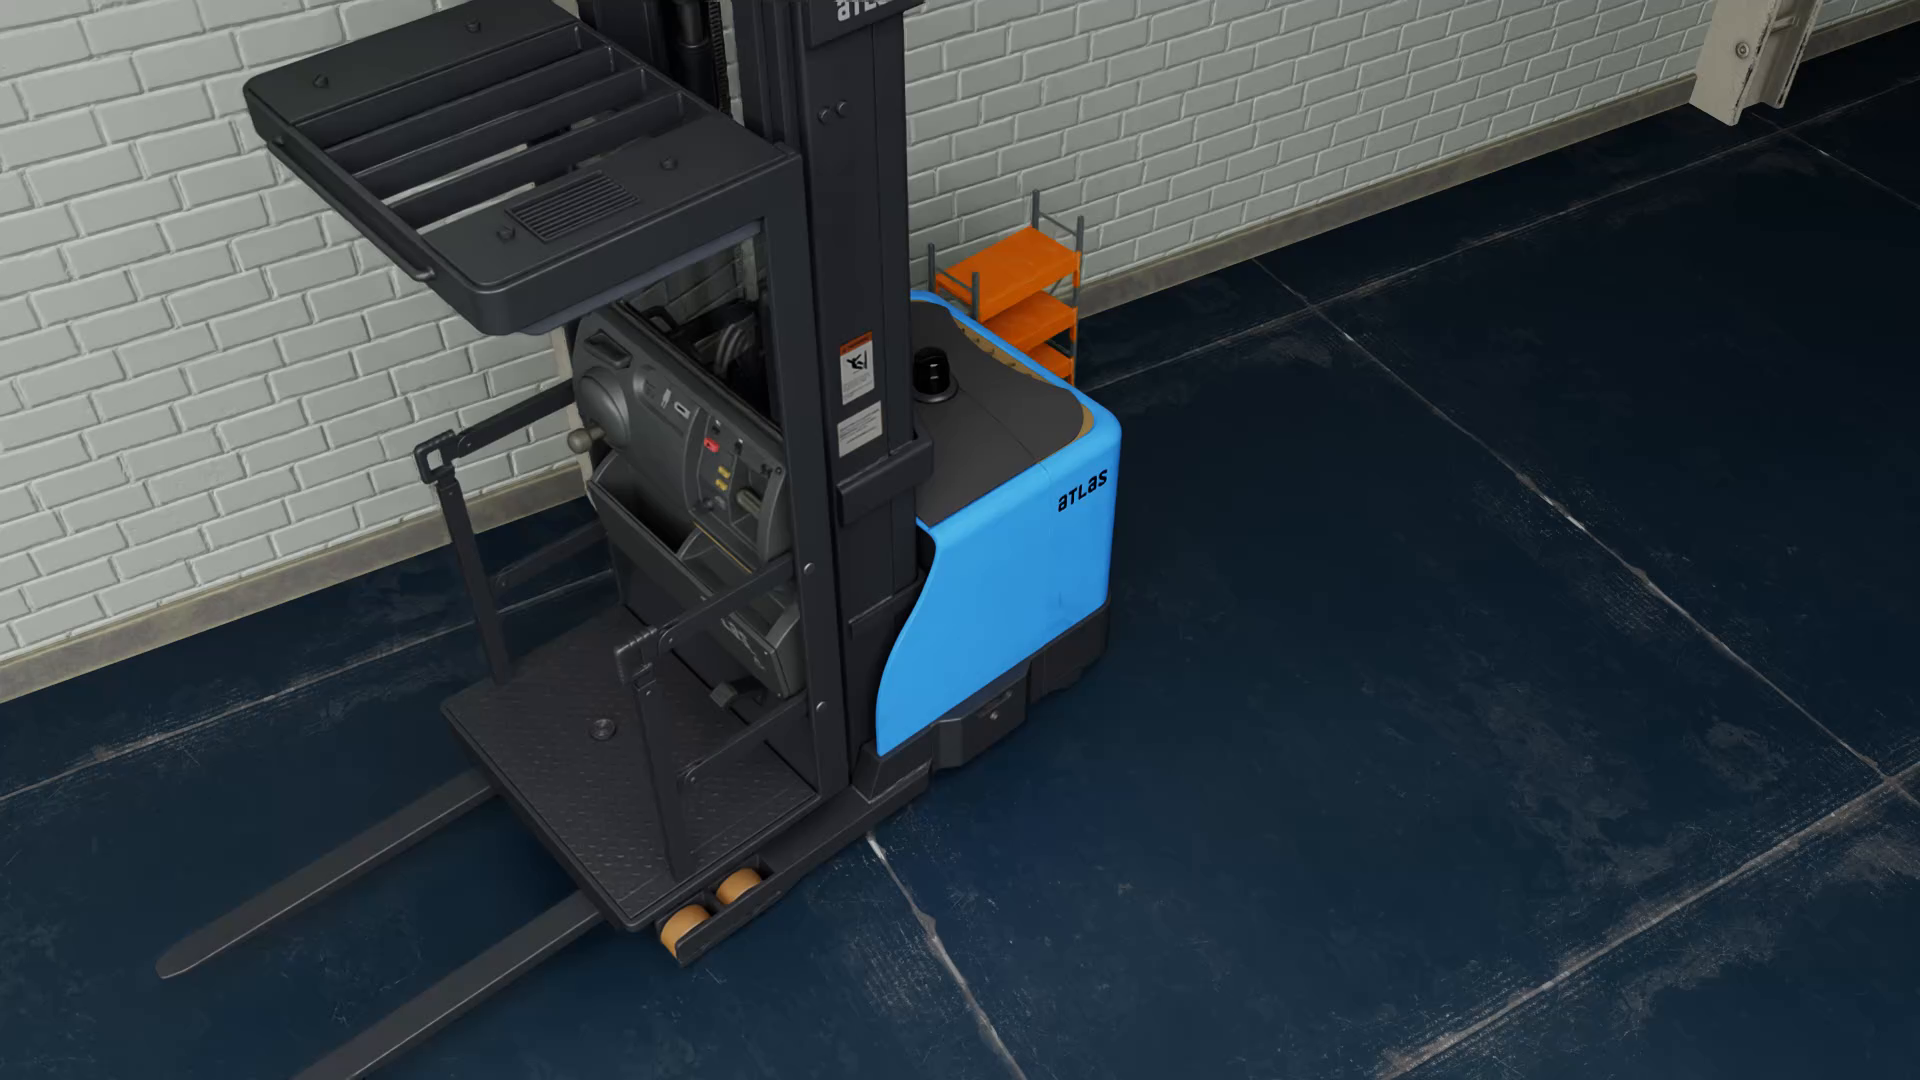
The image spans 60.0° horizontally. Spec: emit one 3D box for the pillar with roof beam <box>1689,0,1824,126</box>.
[{"bbox_3d":[6.134,-2.884,2.761,0.400,9.000,9.100,-22,48,-21],"label":"pillar with roof beam"}]

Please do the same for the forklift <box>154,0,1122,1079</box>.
[{"bbox_3d":[-0.923,-0.217,4.369,3.031,2.935,1.130,-32,52,-28],"label":"forklift"}]

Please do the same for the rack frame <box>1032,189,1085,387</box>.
[{"bbox_3d":[0.339,-0.728,6.139,0.015,1.200,0.240,-32,53,-29],"label":"rack frame"}]

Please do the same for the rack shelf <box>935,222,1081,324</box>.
[{"bbox_3d":[0.158,-0.896,5.747,0.480,0.148,0.258,-32,53,-29],"label":"rack shelf"}]

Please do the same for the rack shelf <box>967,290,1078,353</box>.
[{"bbox_3d":[0.158,-0.726,5.912,0.480,0.148,0.258,-32,53,-29],"label":"rack shelf"}]

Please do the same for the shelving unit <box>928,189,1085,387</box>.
[{"bbox_3d":[0.158,-0.614,6.021,0.503,1.200,0.258,-32,53,-29],"label":"shelving unit"}]

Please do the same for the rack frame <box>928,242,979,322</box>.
[{"bbox_3d":[-0.023,-0.500,5.903,0.015,1.200,0.240,-32,53,-29],"label":"rack frame"}]

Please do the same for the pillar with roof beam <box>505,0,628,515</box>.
[{"bbox_3d":[0.932,-0.803,0.616,0.400,9.000,9.100,-22,48,-21],"label":"pillar with roof beam"}]

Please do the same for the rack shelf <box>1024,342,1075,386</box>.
[{"bbox_3d":[0.158,-0.566,6.068,0.480,0.148,0.258,-32,53,-29],"label":"rack shelf"}]
